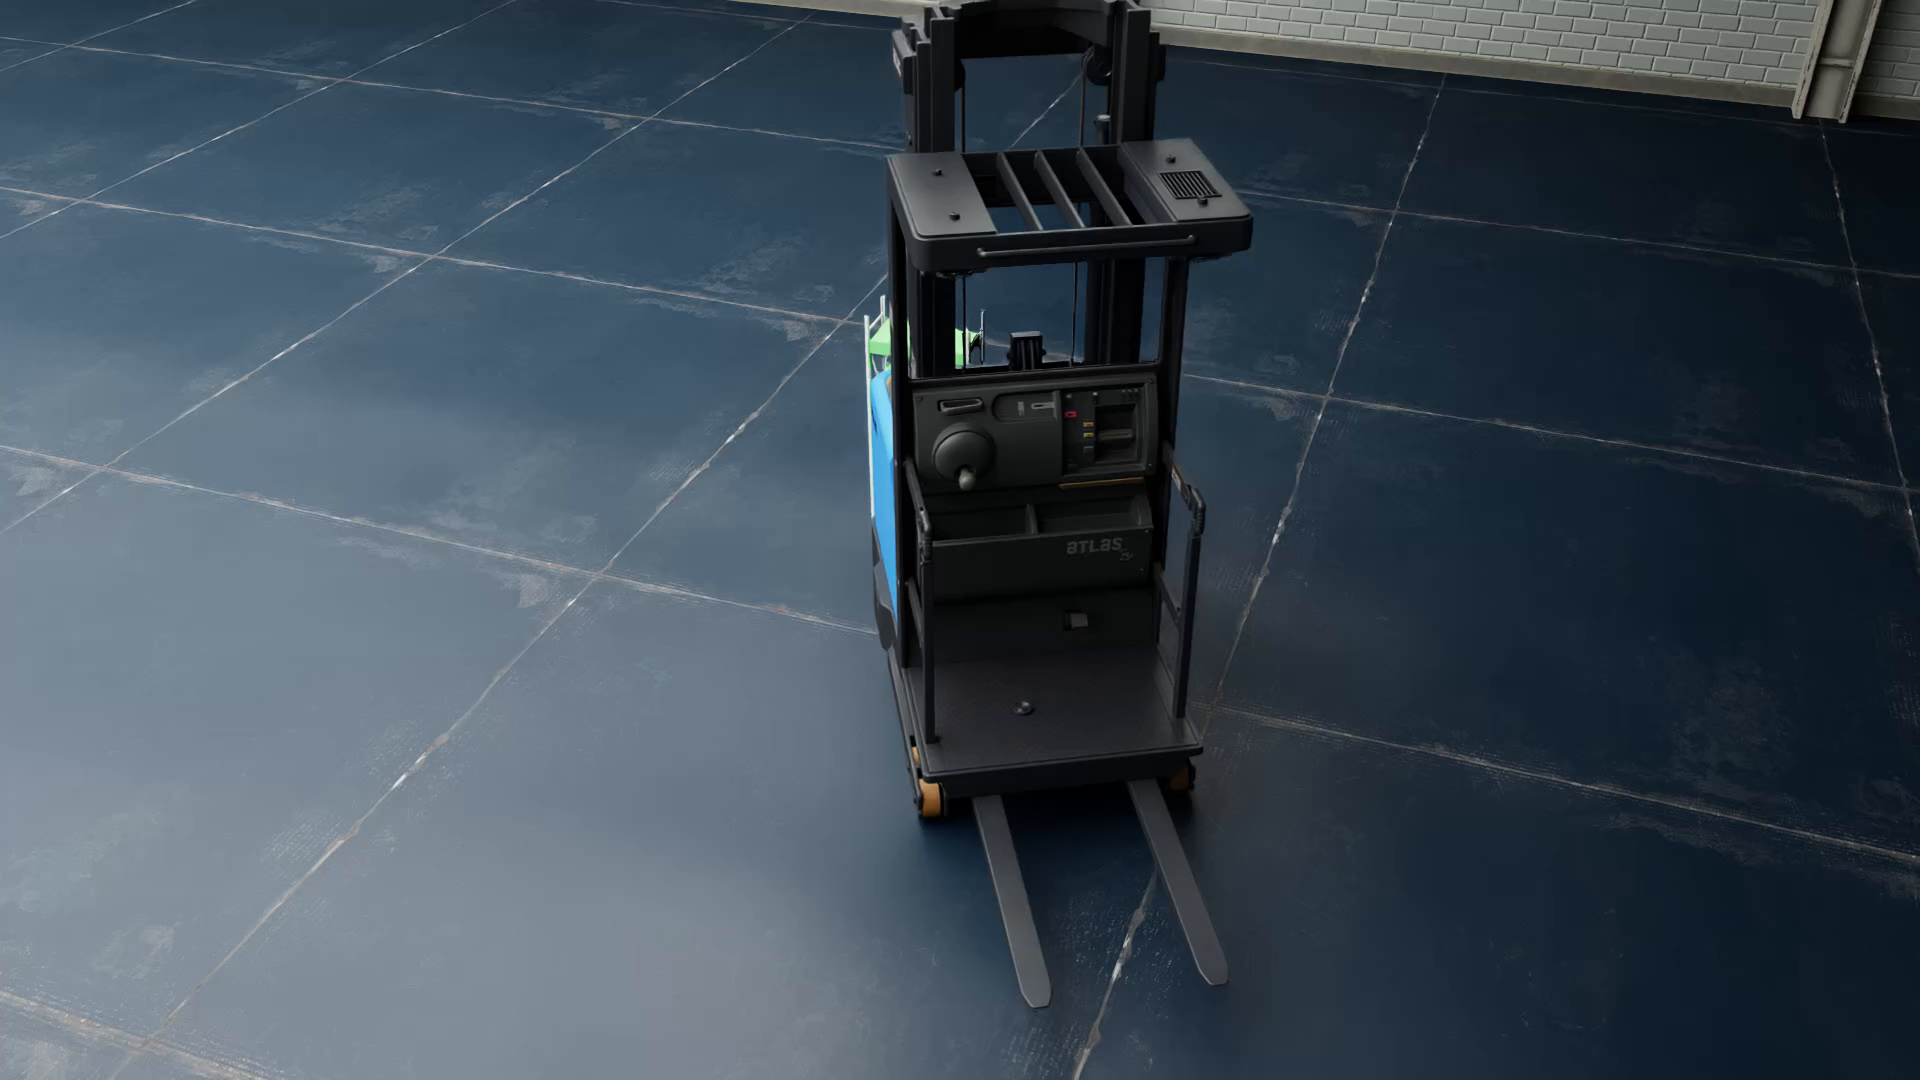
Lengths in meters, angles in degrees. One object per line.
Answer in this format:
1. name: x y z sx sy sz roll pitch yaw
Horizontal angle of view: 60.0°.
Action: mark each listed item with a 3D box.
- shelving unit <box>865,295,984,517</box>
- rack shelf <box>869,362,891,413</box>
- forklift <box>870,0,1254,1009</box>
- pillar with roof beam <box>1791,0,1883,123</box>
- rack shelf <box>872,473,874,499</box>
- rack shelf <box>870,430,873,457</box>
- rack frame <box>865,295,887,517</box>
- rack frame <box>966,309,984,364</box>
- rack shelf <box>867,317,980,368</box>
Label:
1. shelving unit: -0.162 -0.543 7.984 0.503 1.200 0.258 10 34 15
2. rack shelf: -0.162 -0.691 7.888 0.480 0.148 0.258 10 34 15
3. forklift: 0.327 -0.346 6.084 1.130 2.935 3.031 -5 33 -8
4. pillar with roof beam: 5.602 -5.076 7.816 0.400 9.000 9.100 11 34 16
5. rack shelf: -0.162 -0.287 8.149 0.480 0.148 0.258 10 34 15
6. rack shelf: -0.162 -0.489 8.018 0.480 0.148 0.258 10 34 15
7. rack frame: -0.394 -0.583 8.046 0.015 1.200 0.240 10 34 15
8. rack frame: 0.071 -0.503 7.922 0.015 1.200 0.240 10 34 15
9. rack shelf: -0.162 -0.892 7.758 0.480 0.148 0.258 10 34 15
